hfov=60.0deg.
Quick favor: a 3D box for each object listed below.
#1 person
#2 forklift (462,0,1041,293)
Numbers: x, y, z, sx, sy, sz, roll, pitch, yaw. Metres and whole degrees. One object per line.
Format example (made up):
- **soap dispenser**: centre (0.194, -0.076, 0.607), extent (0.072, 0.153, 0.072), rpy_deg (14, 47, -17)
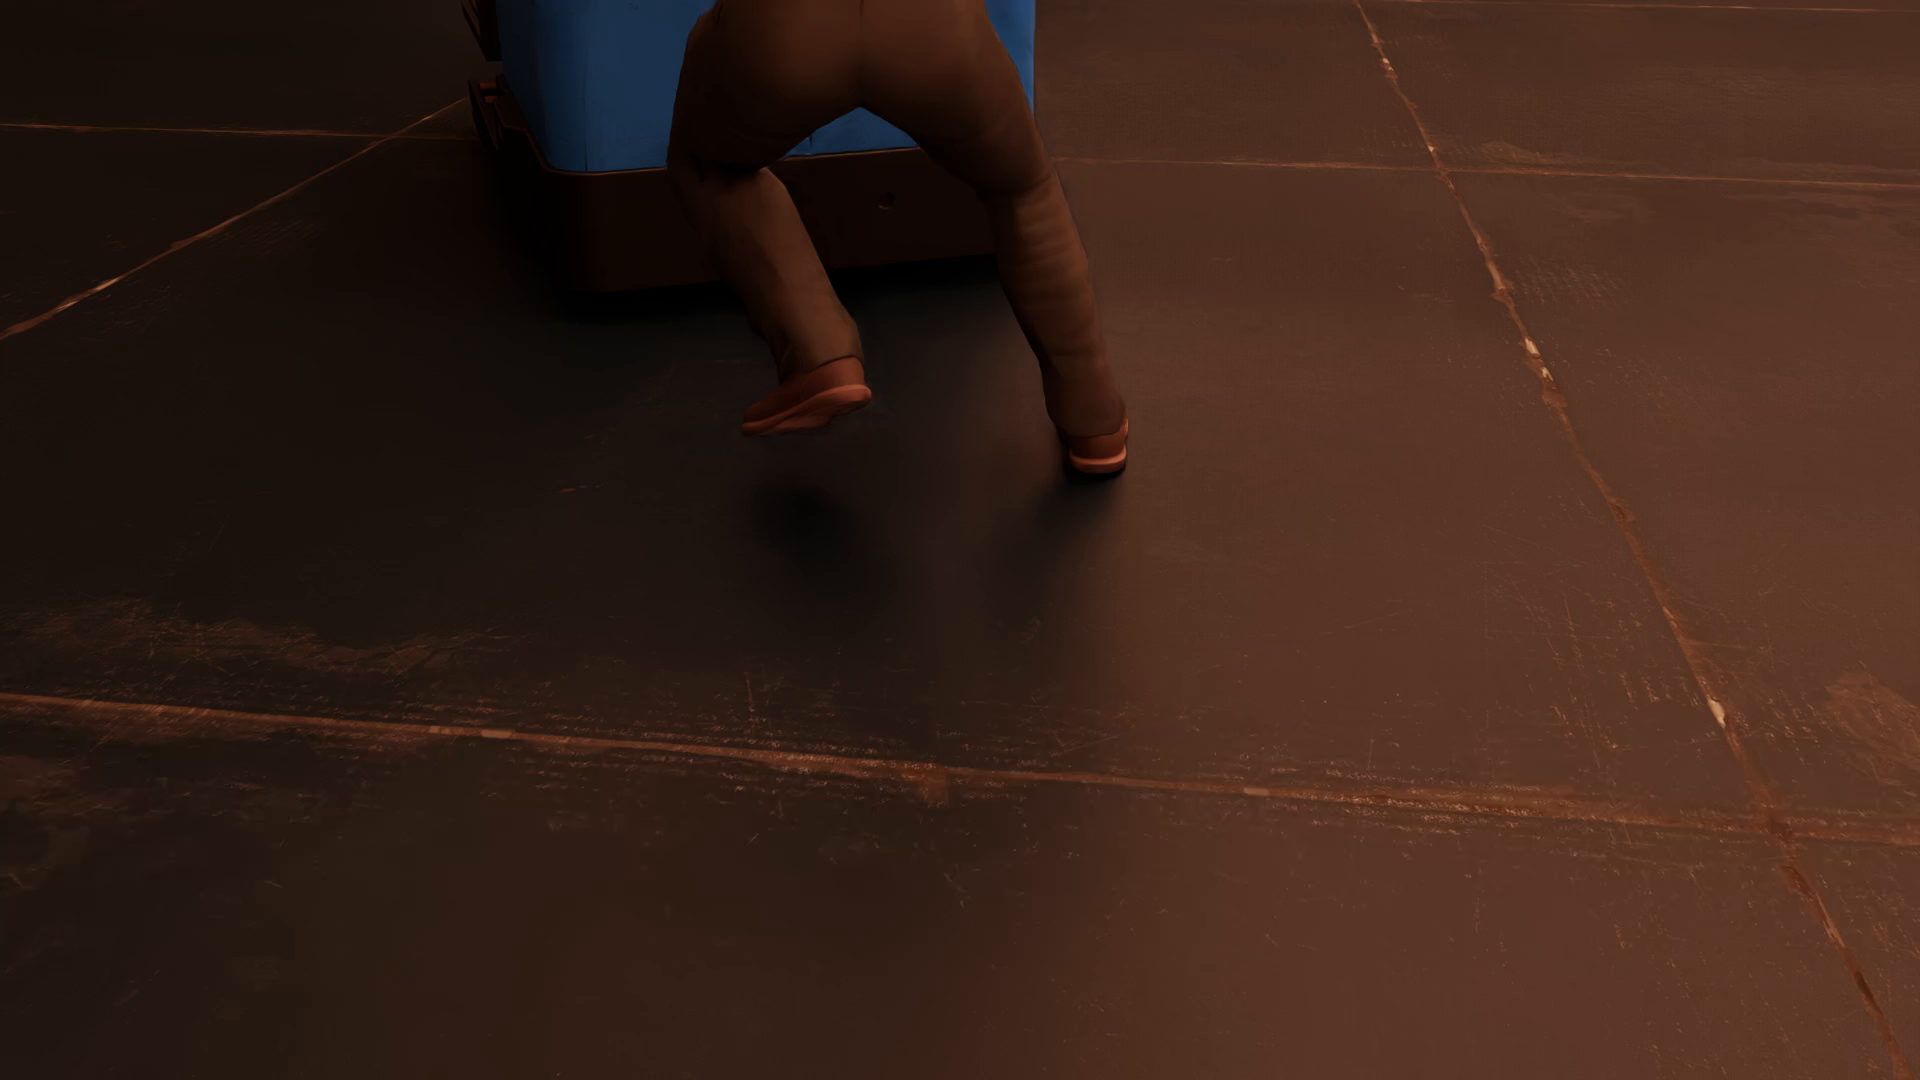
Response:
- **person**: centre (-0.096, -0.798, 2.429), extent (0.796, 1.486, 0.640), rpy_deg (-3, 27, -7)
- **forklift**: centre (-0.788, -2.444, 4.115), extent (1.130, 2.935, 3.031), rpy_deg (-9, 28, -17)
